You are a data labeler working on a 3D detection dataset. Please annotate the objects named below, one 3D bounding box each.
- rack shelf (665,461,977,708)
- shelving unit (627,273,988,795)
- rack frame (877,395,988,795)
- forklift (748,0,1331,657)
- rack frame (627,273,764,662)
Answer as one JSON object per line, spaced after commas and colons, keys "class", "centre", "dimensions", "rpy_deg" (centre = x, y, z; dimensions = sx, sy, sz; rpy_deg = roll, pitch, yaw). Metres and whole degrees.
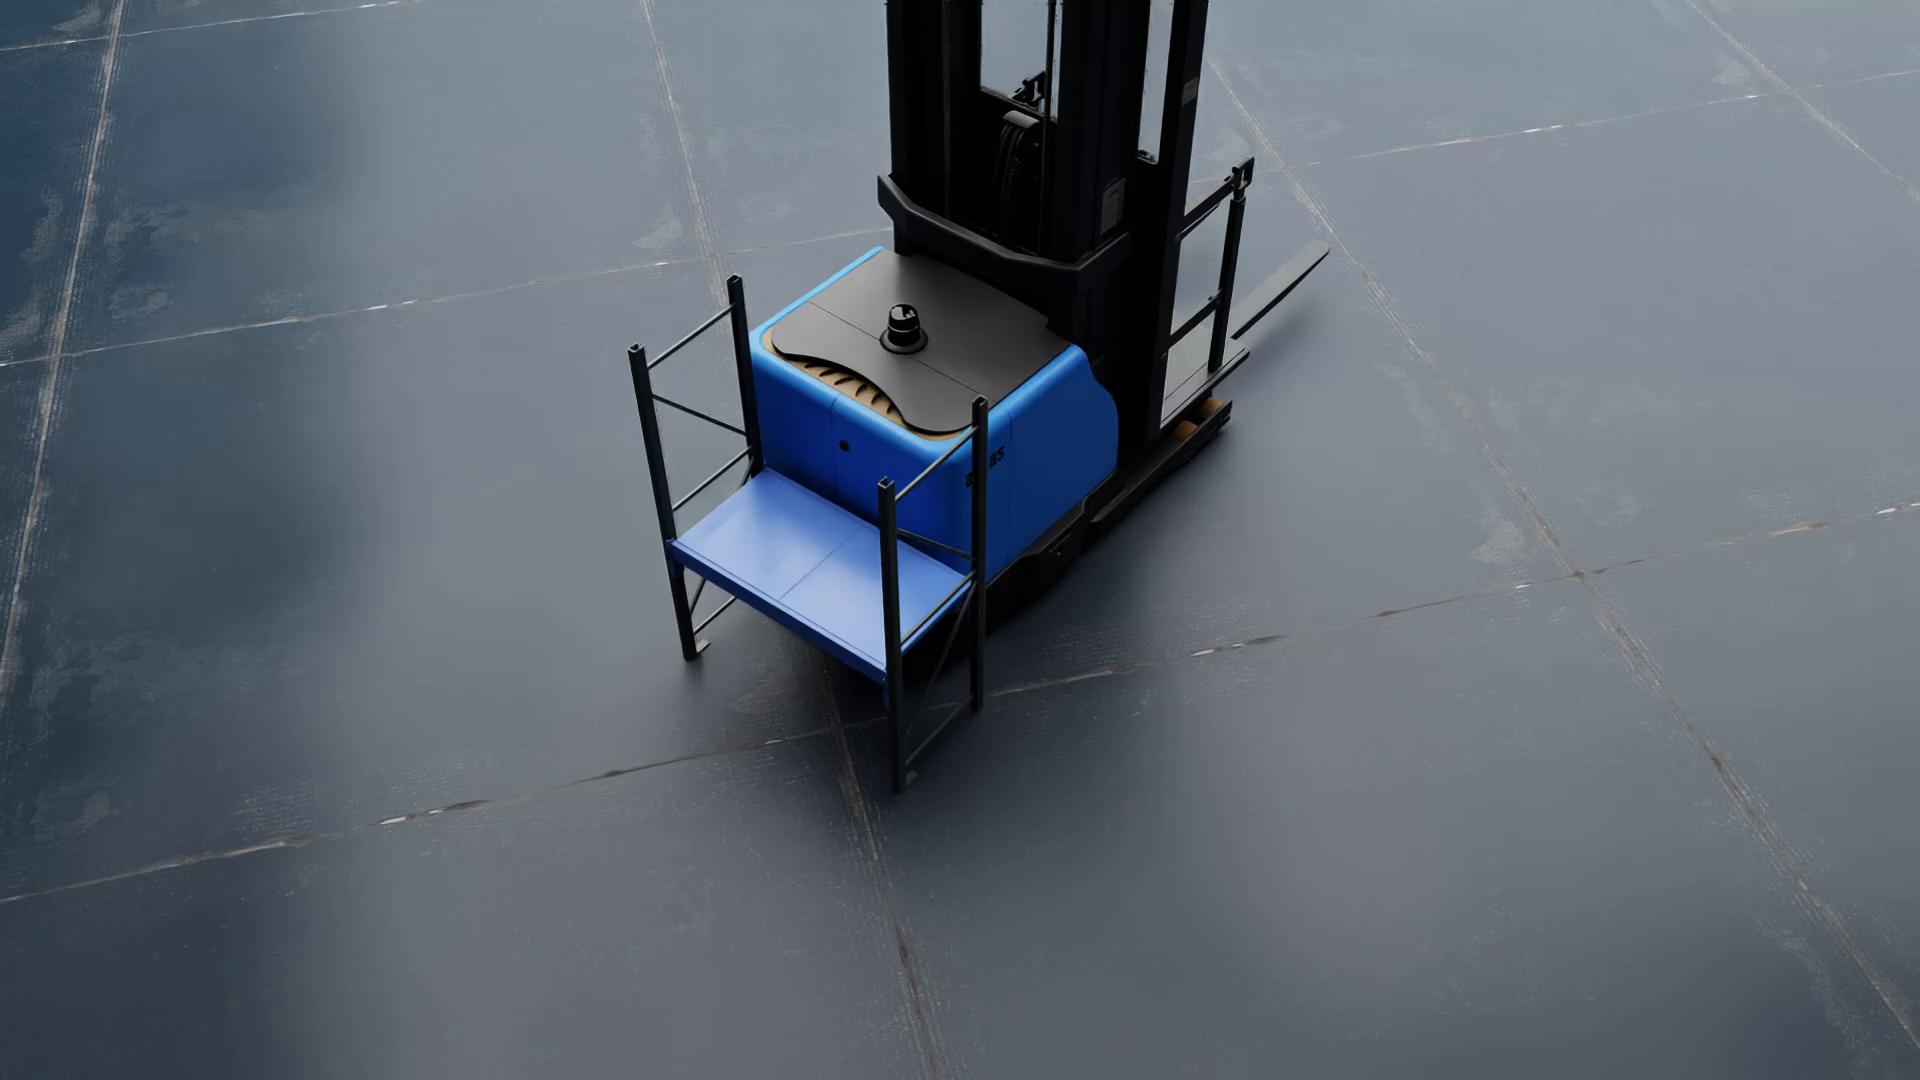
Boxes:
{"class": "rack shelf", "centre": [-0.480, 0.134, 5.820], "dimensions": [1.000, 0.185, 0.538], "rpy_deg": [29, 52, 25]}
{"class": "shelving unit", "centre": [-0.480, 0.008, 5.692], "dimensions": [1.048, 1.500, 0.538], "rpy_deg": [29, 52, 25]}
{"class": "rack frame", "centre": [-0.076, 0.228, 5.476], "dimensions": [0.032, 1.500, 0.500], "rpy_deg": [29, 52, 25]}
{"class": "forklift", "centre": [0.516, -1.575, 6.241], "dimensions": [1.130, 2.935, 3.031], "rpy_deg": [31, 53, 27]}
{"class": "rack frame", "centre": [-0.885, -0.212, 5.907], "dimensions": [0.032, 1.500, 0.500], "rpy_deg": [29, 52, 25]}
